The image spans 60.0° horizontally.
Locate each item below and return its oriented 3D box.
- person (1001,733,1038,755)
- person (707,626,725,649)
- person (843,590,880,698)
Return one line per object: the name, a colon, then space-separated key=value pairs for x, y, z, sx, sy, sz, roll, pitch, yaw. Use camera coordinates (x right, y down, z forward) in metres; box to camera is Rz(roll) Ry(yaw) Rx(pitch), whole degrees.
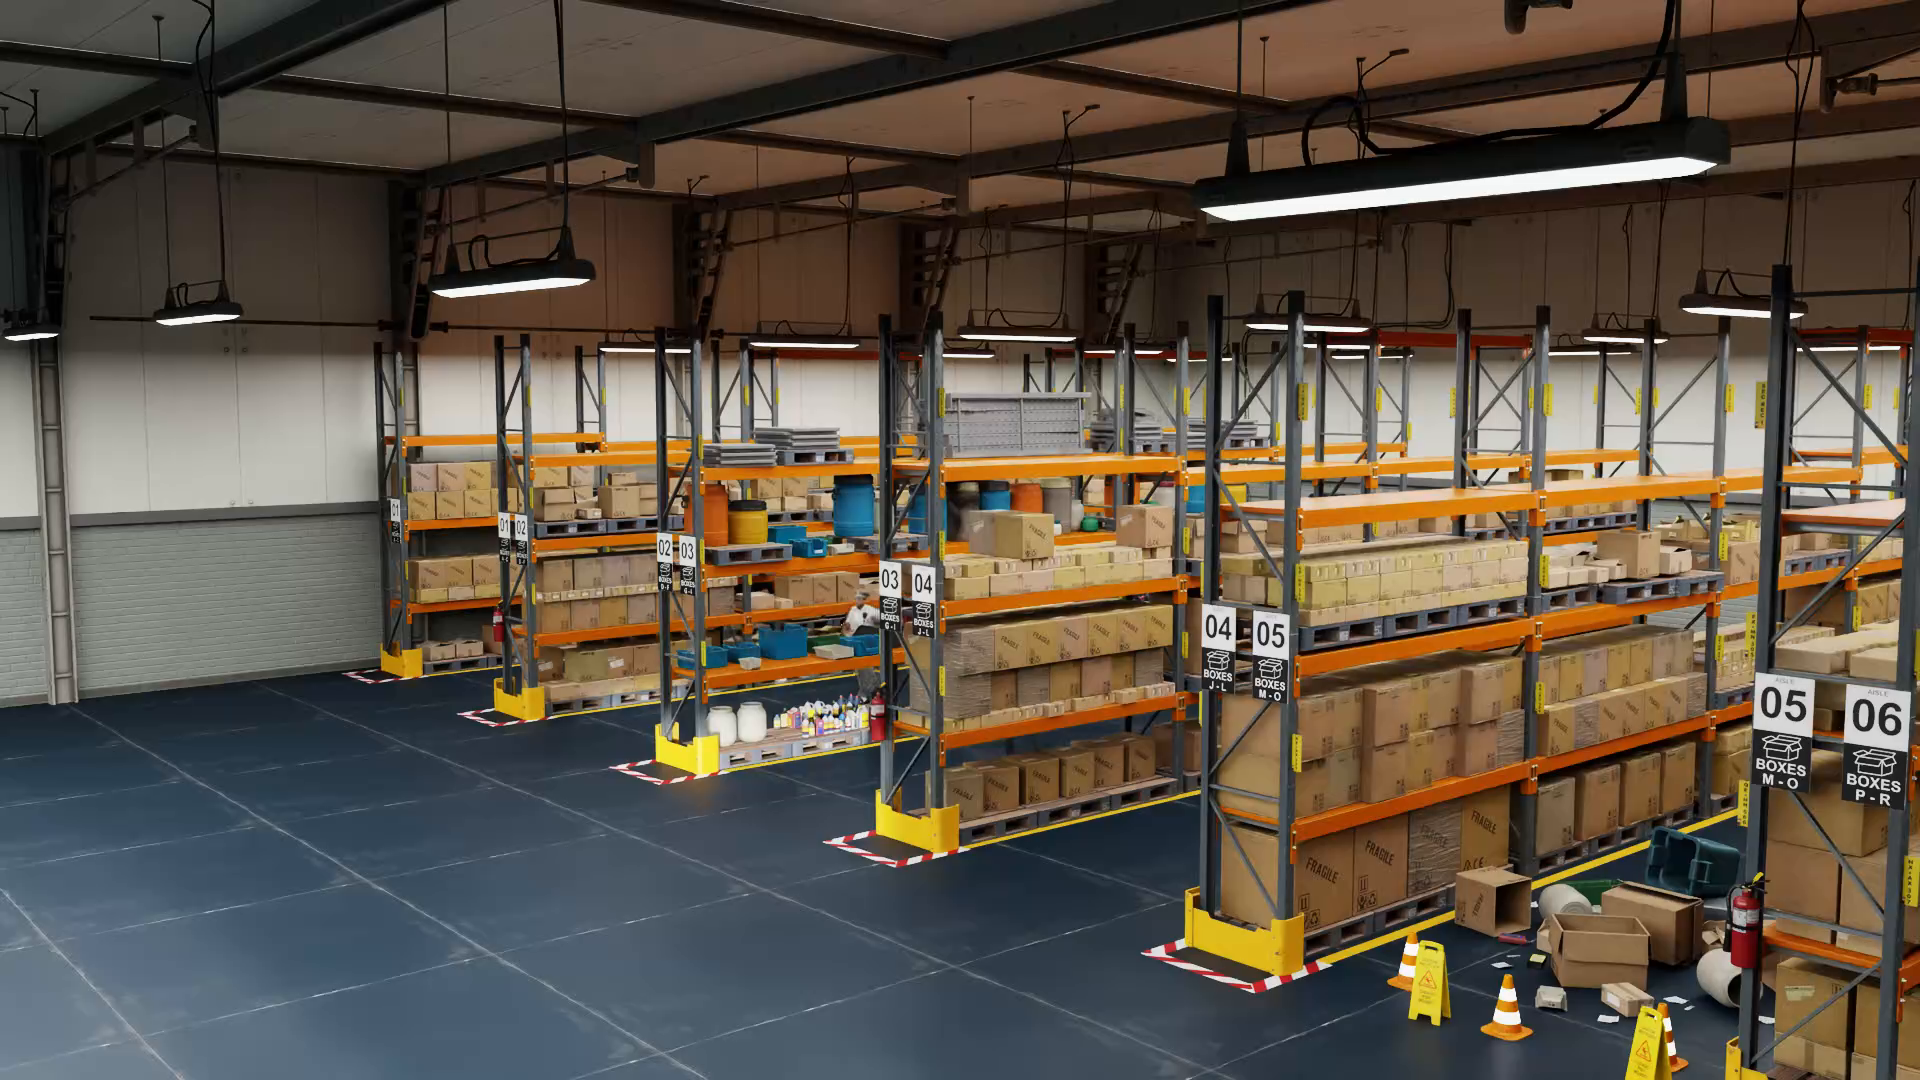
person: x=0.777 y=2.292 z=22.338 sx=0.707 sy=1.701 sz=0.615 roll=1 pitch=5 yaw=11
person: x=-4.557 y=1.659 z=30.473 sx=0.580 sy=1.437 sz=0.865 roll=4 pitch=7 yaw=38
person: x=-1.654 y=1.752 z=27.953 sx=0.615 sy=1.834 sz=0.831 roll=5 pitch=7 yaw=43
